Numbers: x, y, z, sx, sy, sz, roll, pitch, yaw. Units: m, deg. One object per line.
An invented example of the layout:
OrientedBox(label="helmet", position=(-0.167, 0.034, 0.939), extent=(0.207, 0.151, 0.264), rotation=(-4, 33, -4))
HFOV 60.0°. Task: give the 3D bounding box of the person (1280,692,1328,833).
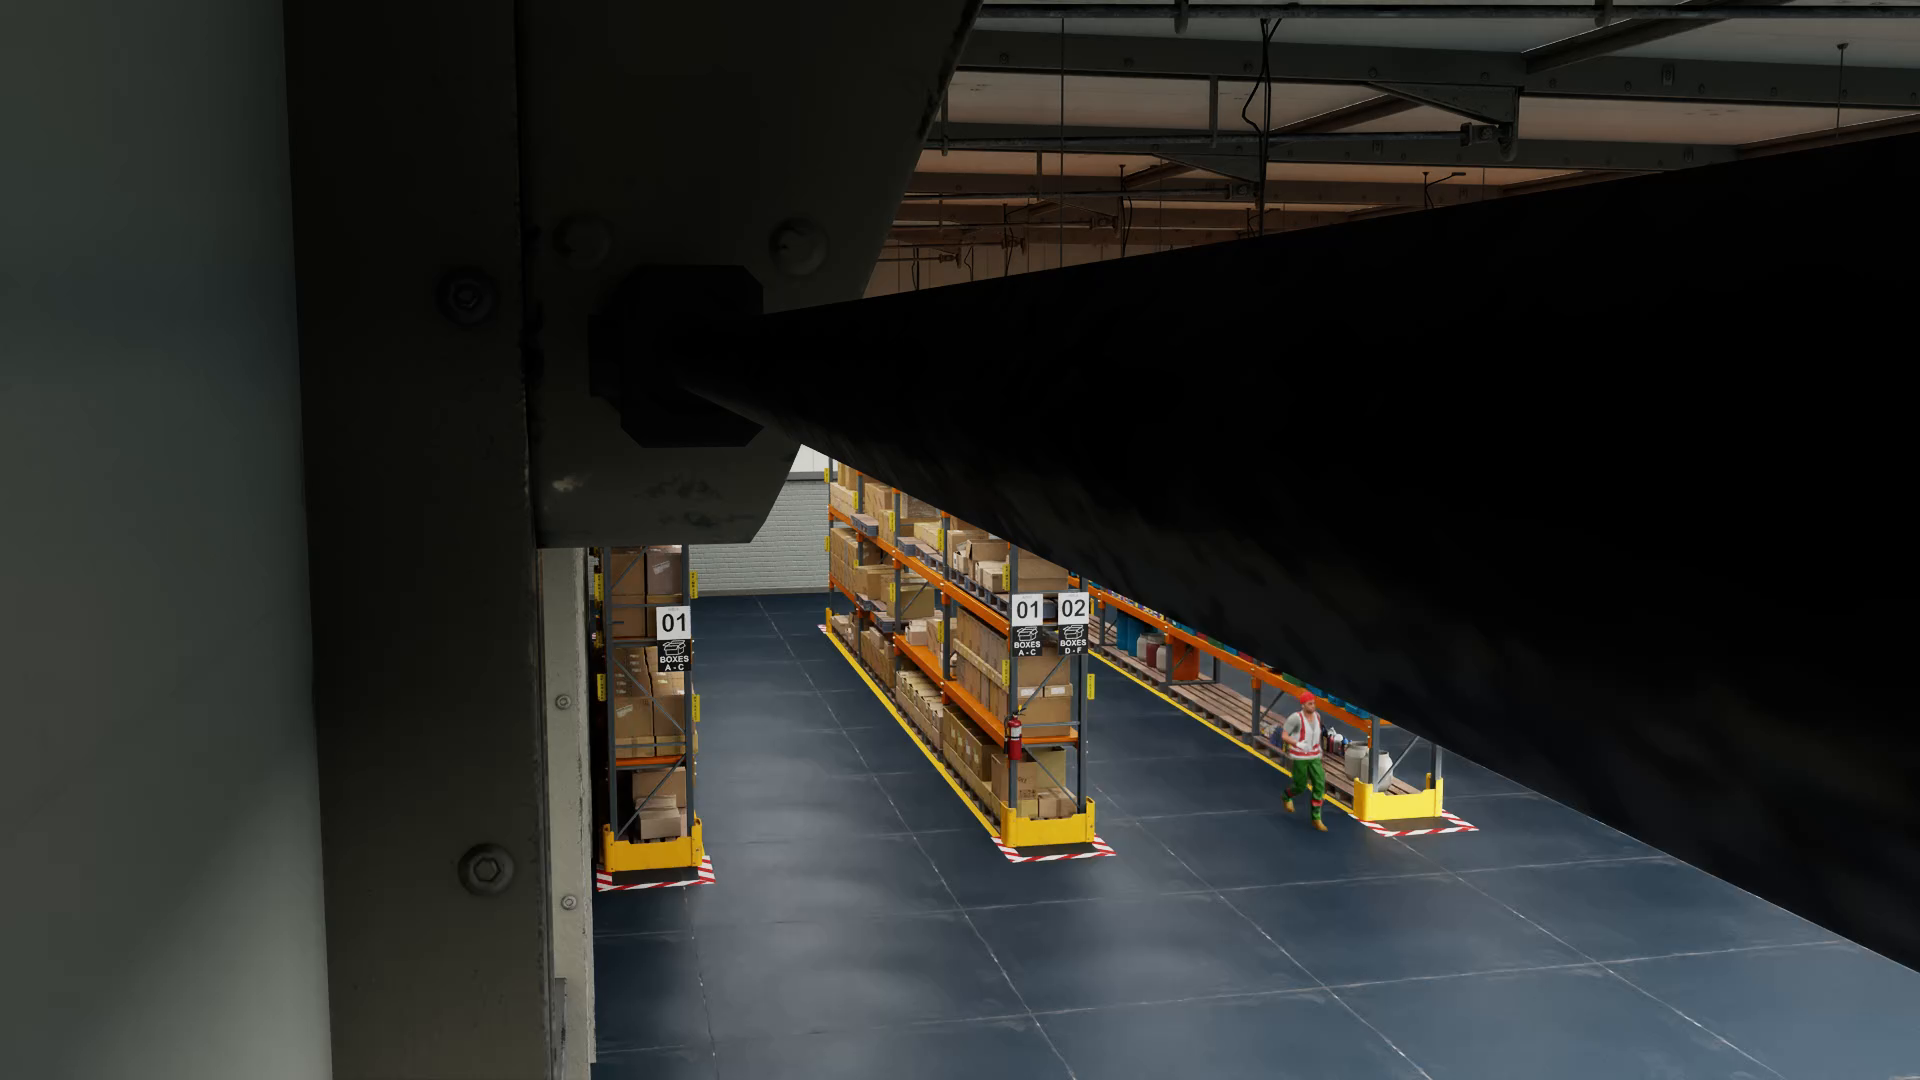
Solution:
OrientedBox(label="person", position=(4.523, 2.865, 21.864), extent=(0.695, 1.786, 0.913), rotation=(-3, 7, -23))
